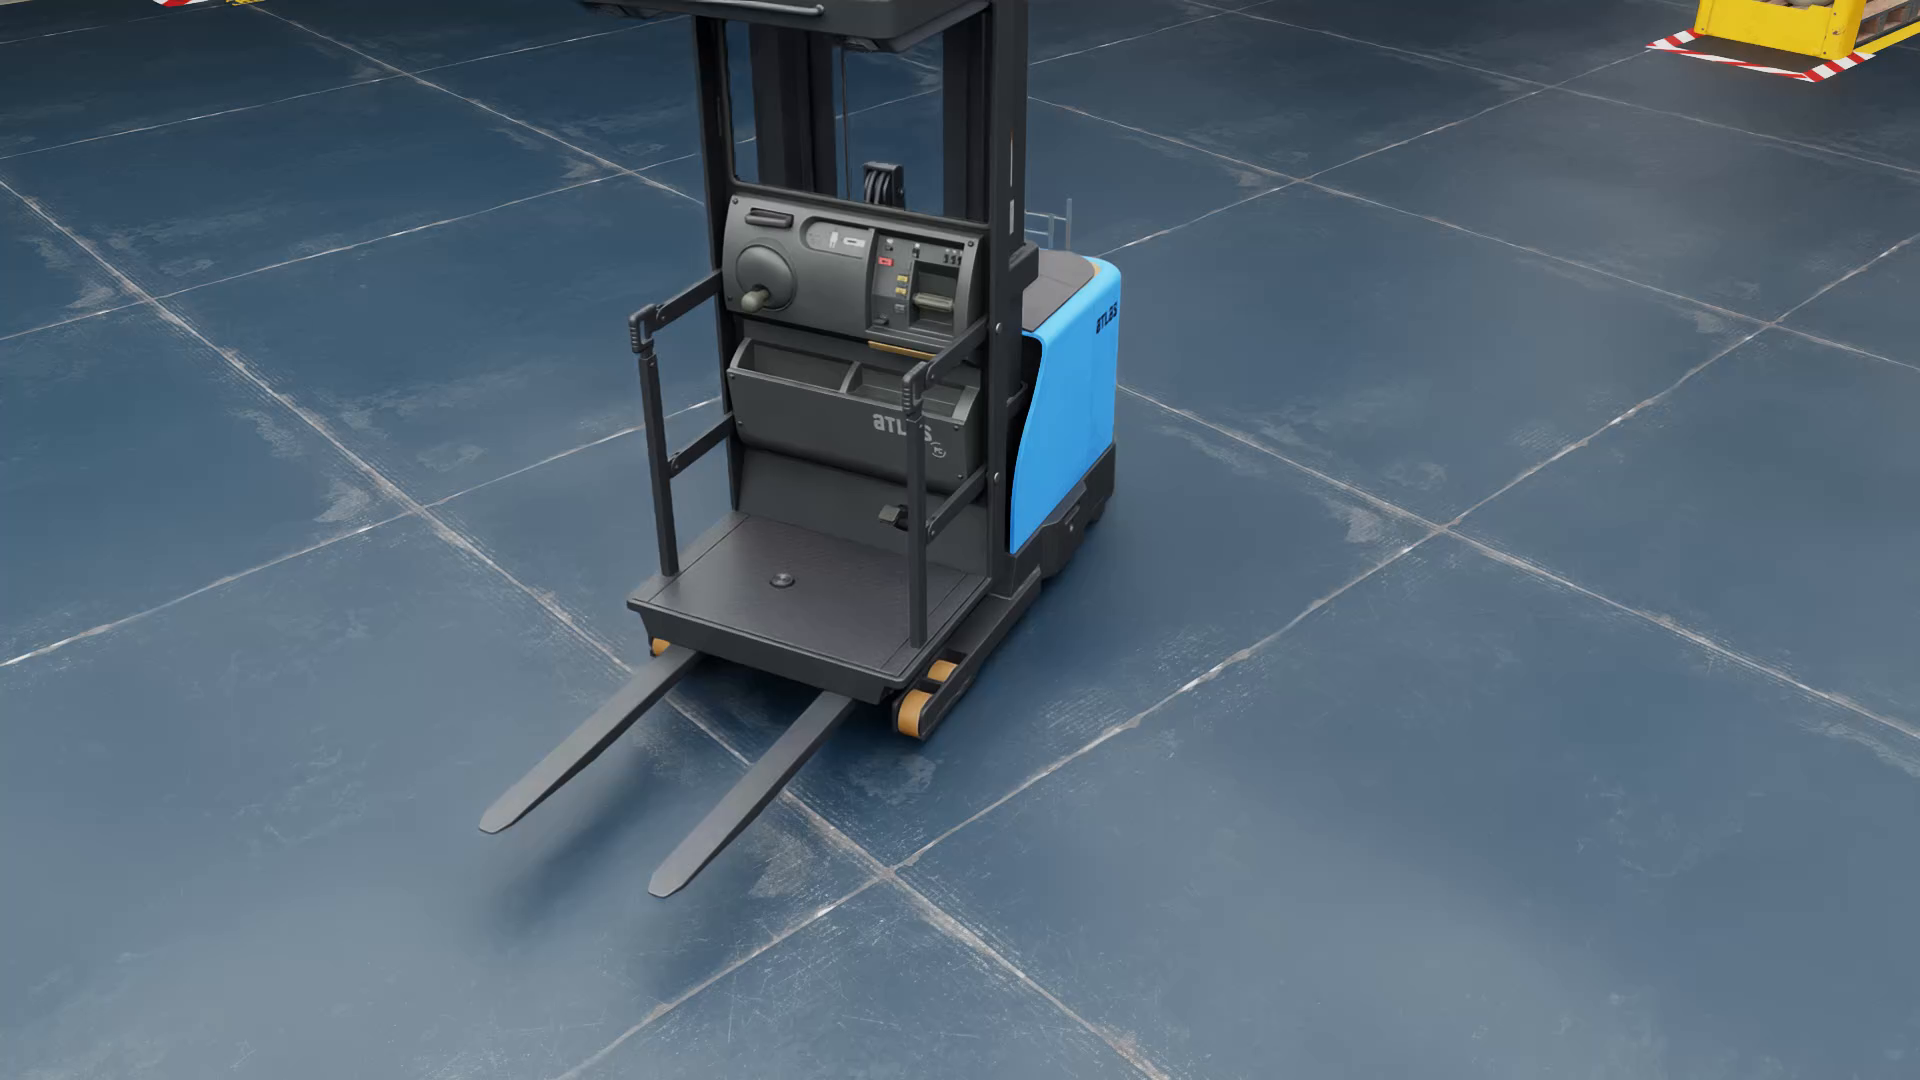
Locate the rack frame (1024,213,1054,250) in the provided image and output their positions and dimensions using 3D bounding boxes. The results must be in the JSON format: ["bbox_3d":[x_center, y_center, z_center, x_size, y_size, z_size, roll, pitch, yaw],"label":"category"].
[{"bbox_3d":[0.261,-0.798,6.905,0.240,1.200,0.006,14,34,22],"label":"rack frame"}]

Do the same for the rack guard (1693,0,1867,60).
[{"bbox_3d":[6.451,-4.174,13.097,0.348,0.500,1.175,-26,40,-35],"label":"rack guard"}]

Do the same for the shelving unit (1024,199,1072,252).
[{"bbox_3d":[0.301,-0.841,6.975,0.258,1.200,0.189,14,34,22],"label":"shelving unit"}]

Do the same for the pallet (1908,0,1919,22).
[{"bbox_3d":[7.944,-4.768,14.345,1.213,0.211,1.003,-26,40,-35],"label":"pallet"}]

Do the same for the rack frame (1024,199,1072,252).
[{"bbox_3d":[0.342,-0.884,7.045,0.240,1.200,0.006,14,34,22],"label":"rack frame"}]

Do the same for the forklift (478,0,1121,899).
[{"bbox_3d":[-0.463,-0.838,5.311,1.130,2.935,3.031,14,34,22],"label":"forklift"}]

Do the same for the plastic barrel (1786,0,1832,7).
[{"bbox_3d":[6.858,-4.576,13.341,0.421,0.512,0.421,0,31,0],"label":"plastic barrel"}]

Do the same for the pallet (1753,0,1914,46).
[{"bbox_3d":[7.050,-4.337,13.641,1.213,0.211,1.003,-26,40,-35],"label":"pallet"}]
